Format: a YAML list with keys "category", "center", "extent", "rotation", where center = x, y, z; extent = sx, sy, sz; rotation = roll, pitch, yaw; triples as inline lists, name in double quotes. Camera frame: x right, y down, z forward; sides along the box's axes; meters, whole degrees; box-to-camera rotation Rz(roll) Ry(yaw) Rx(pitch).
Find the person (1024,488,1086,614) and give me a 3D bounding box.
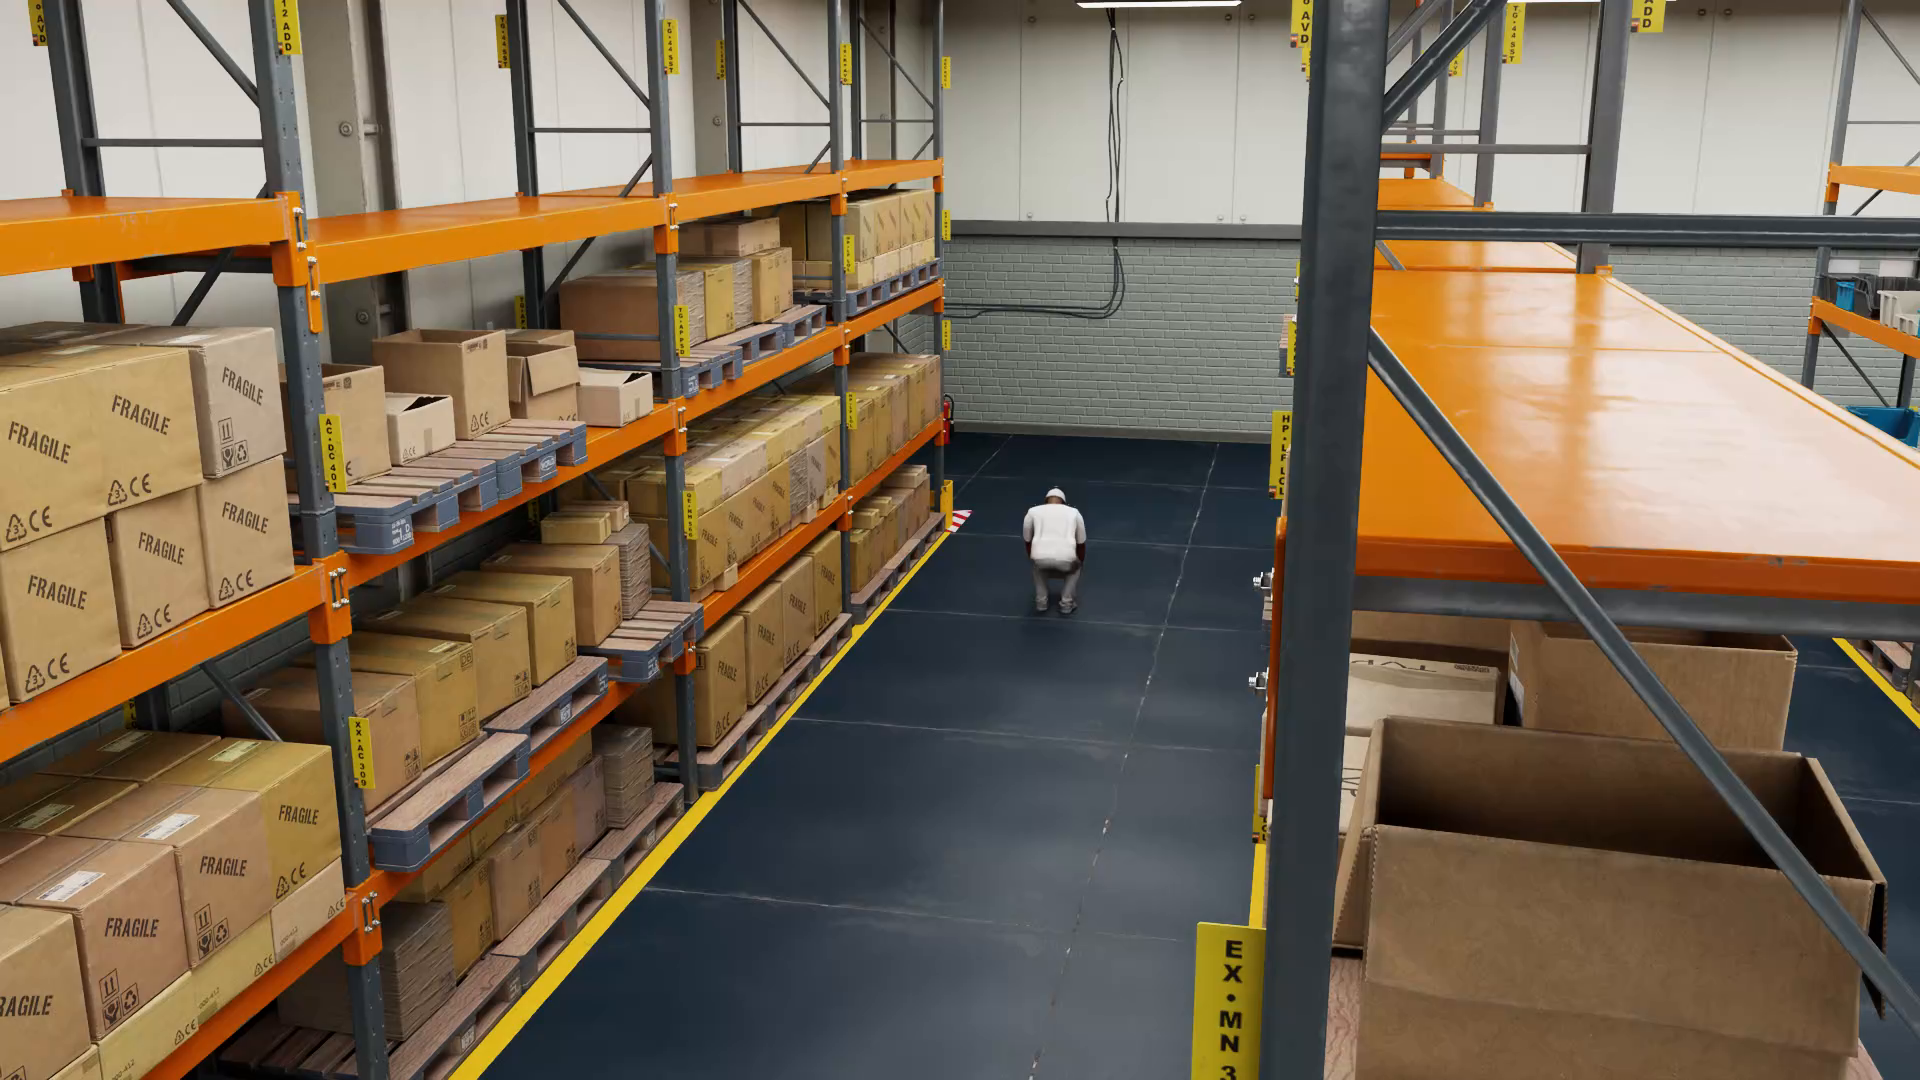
- category: "person"
  center: [0.880, 0.108, 15.901]
  extent: [0.599, 1.091, 0.867]
  rotation: [3, 15, 11]
